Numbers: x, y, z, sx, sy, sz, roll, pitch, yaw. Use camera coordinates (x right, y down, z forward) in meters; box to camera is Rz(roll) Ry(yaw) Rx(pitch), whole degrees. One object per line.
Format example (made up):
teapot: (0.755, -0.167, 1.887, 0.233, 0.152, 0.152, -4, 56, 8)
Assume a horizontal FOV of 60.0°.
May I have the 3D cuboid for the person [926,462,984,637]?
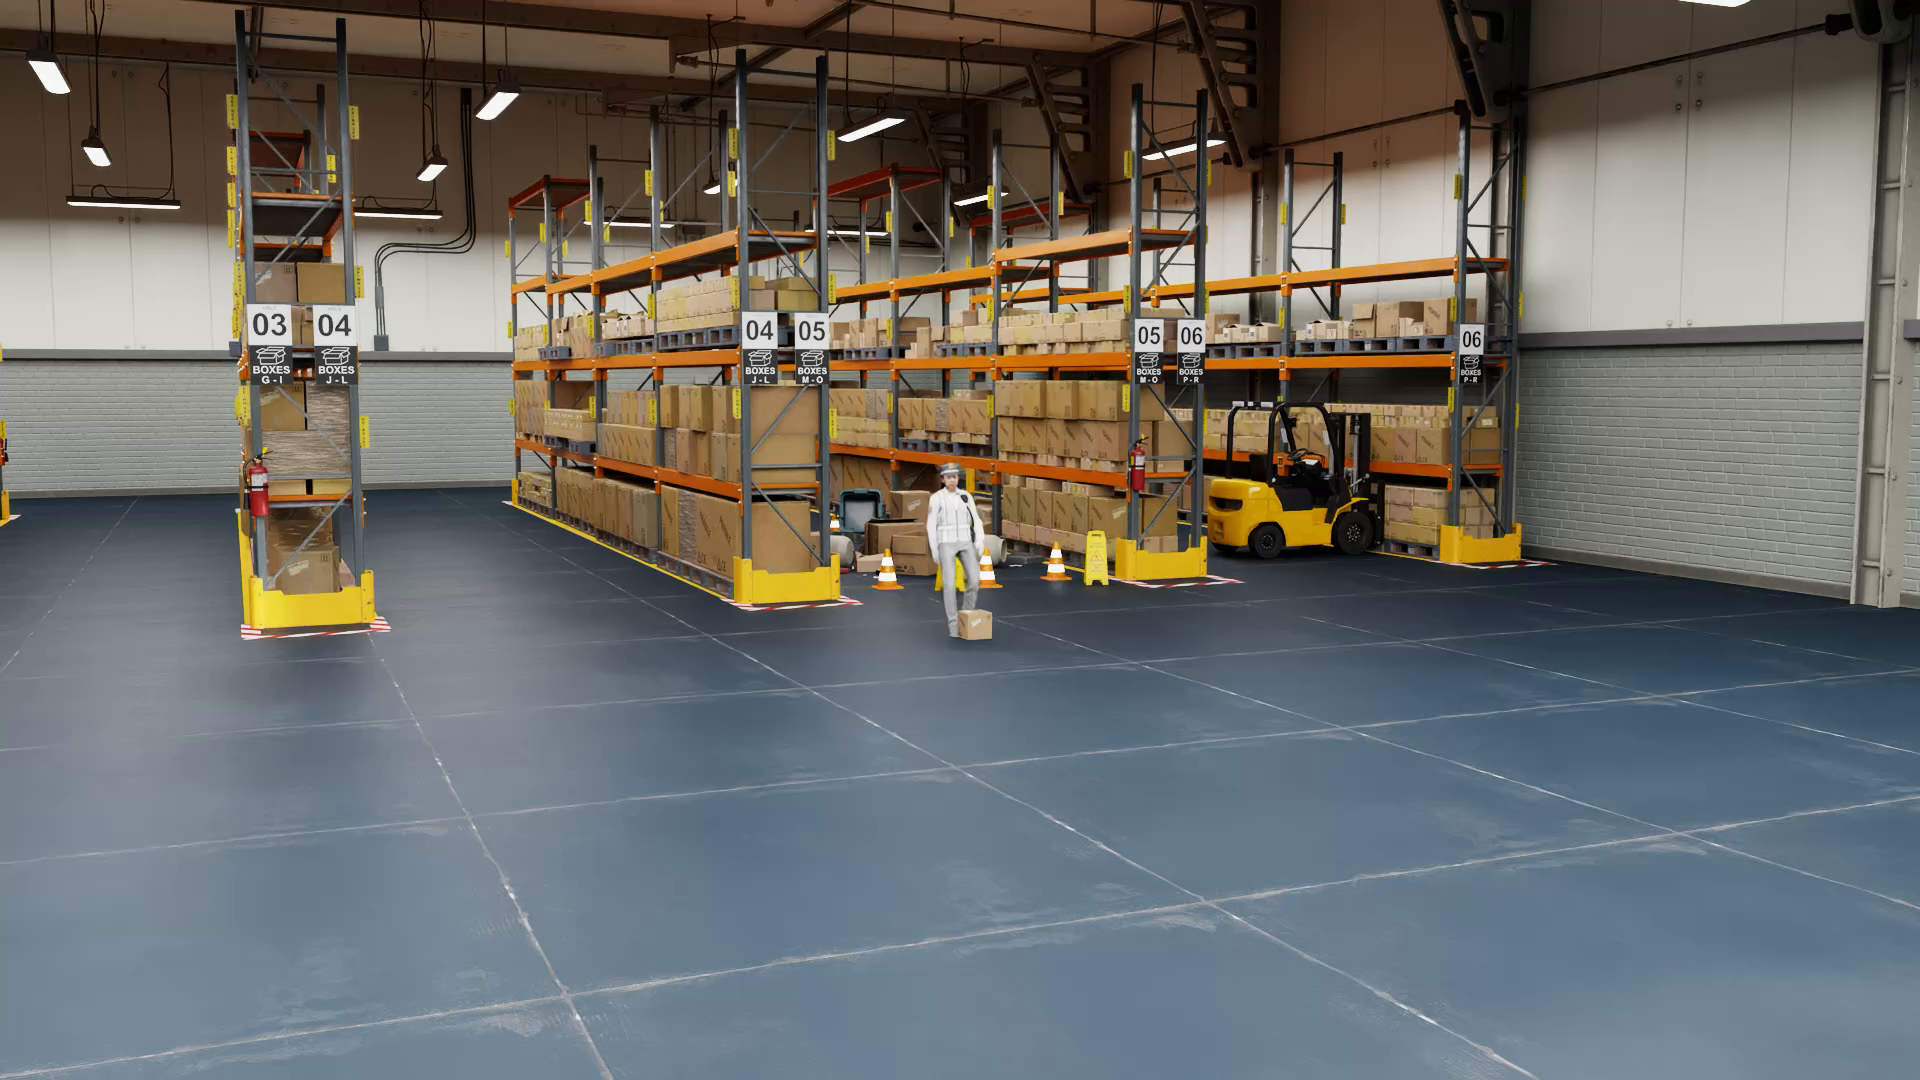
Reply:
person: (-0.013, 0.103, 16.202, 0.544, 1.717, 0.649, -2, 6, -17)
